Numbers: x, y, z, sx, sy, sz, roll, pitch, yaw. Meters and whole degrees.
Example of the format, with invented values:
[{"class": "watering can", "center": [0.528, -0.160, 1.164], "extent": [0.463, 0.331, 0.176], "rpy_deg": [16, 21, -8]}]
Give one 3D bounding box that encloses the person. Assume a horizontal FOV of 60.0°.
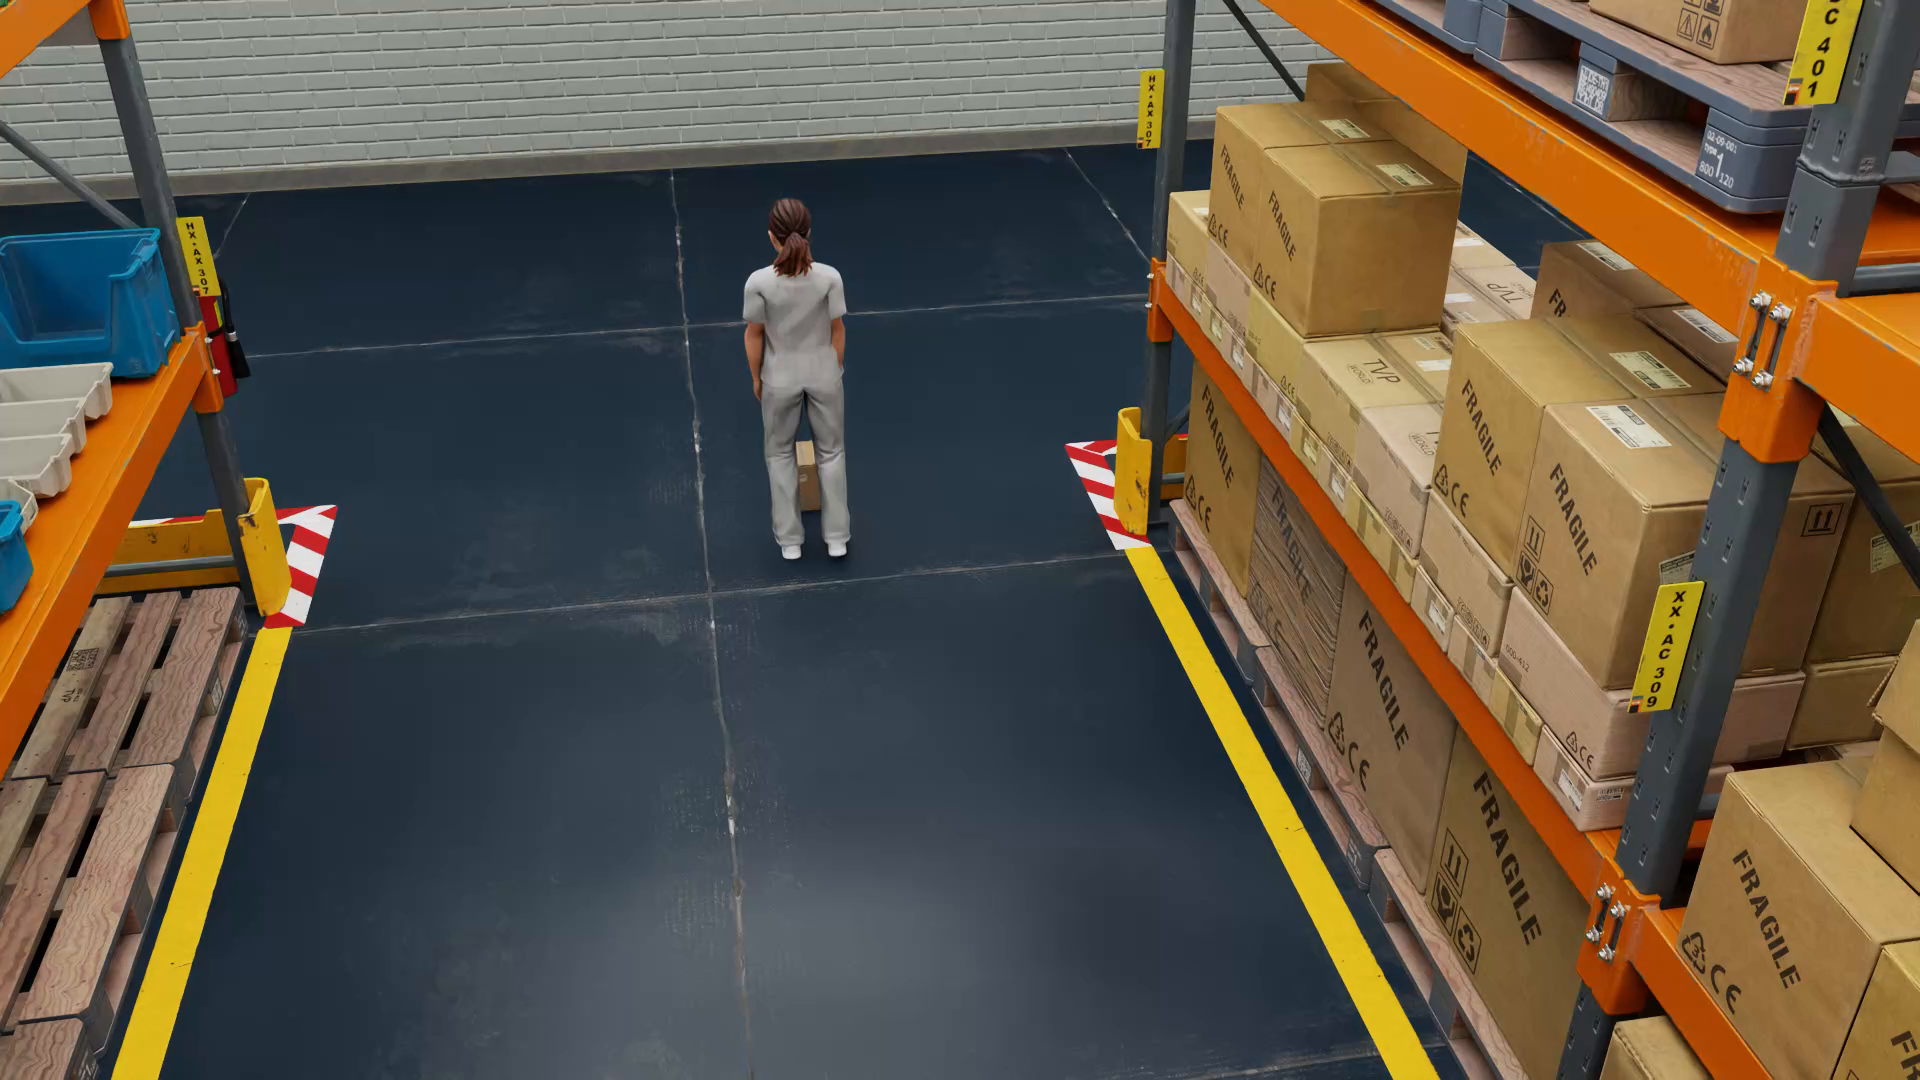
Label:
[{"class": "person", "center": [-0.709, -0.682, 7.290], "extent": [0.443, 1.672, 0.367], "rpy_deg": [-5, 31, -8]}]
